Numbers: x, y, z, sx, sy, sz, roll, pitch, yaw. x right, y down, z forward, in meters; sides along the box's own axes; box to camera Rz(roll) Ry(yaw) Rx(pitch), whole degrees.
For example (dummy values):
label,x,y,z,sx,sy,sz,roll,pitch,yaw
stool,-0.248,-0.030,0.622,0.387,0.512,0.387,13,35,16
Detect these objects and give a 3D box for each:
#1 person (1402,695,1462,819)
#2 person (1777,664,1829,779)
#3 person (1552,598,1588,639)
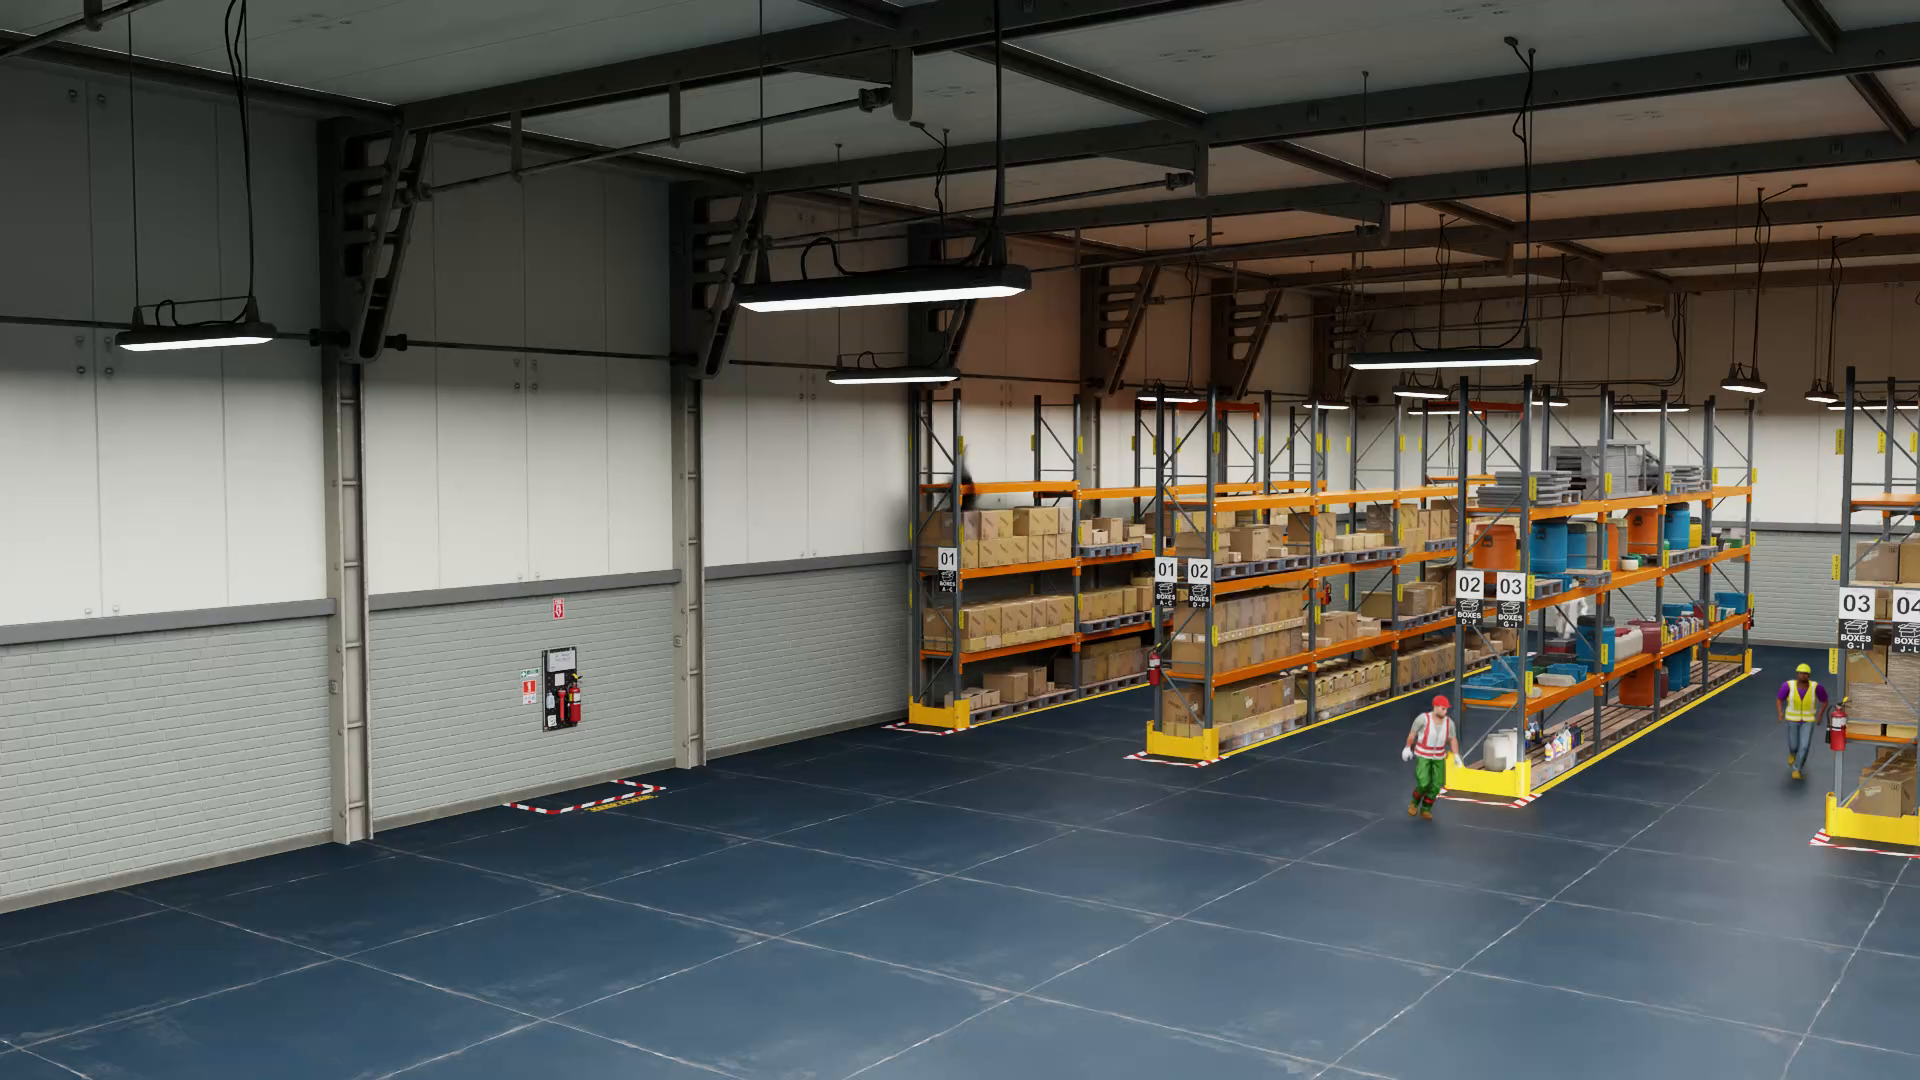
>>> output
label,x,y,z,sx,sy,sz,roll,pitch,yaw
person,6.258,2.881,22.038,0.645,1.696,0.649,0,3,-7
person,12.740,2.719,25.149,0.706,1.722,0.682,1,4,22
person,14.023,1.899,38.363,0.753,1.759,1.103,2,4,36
